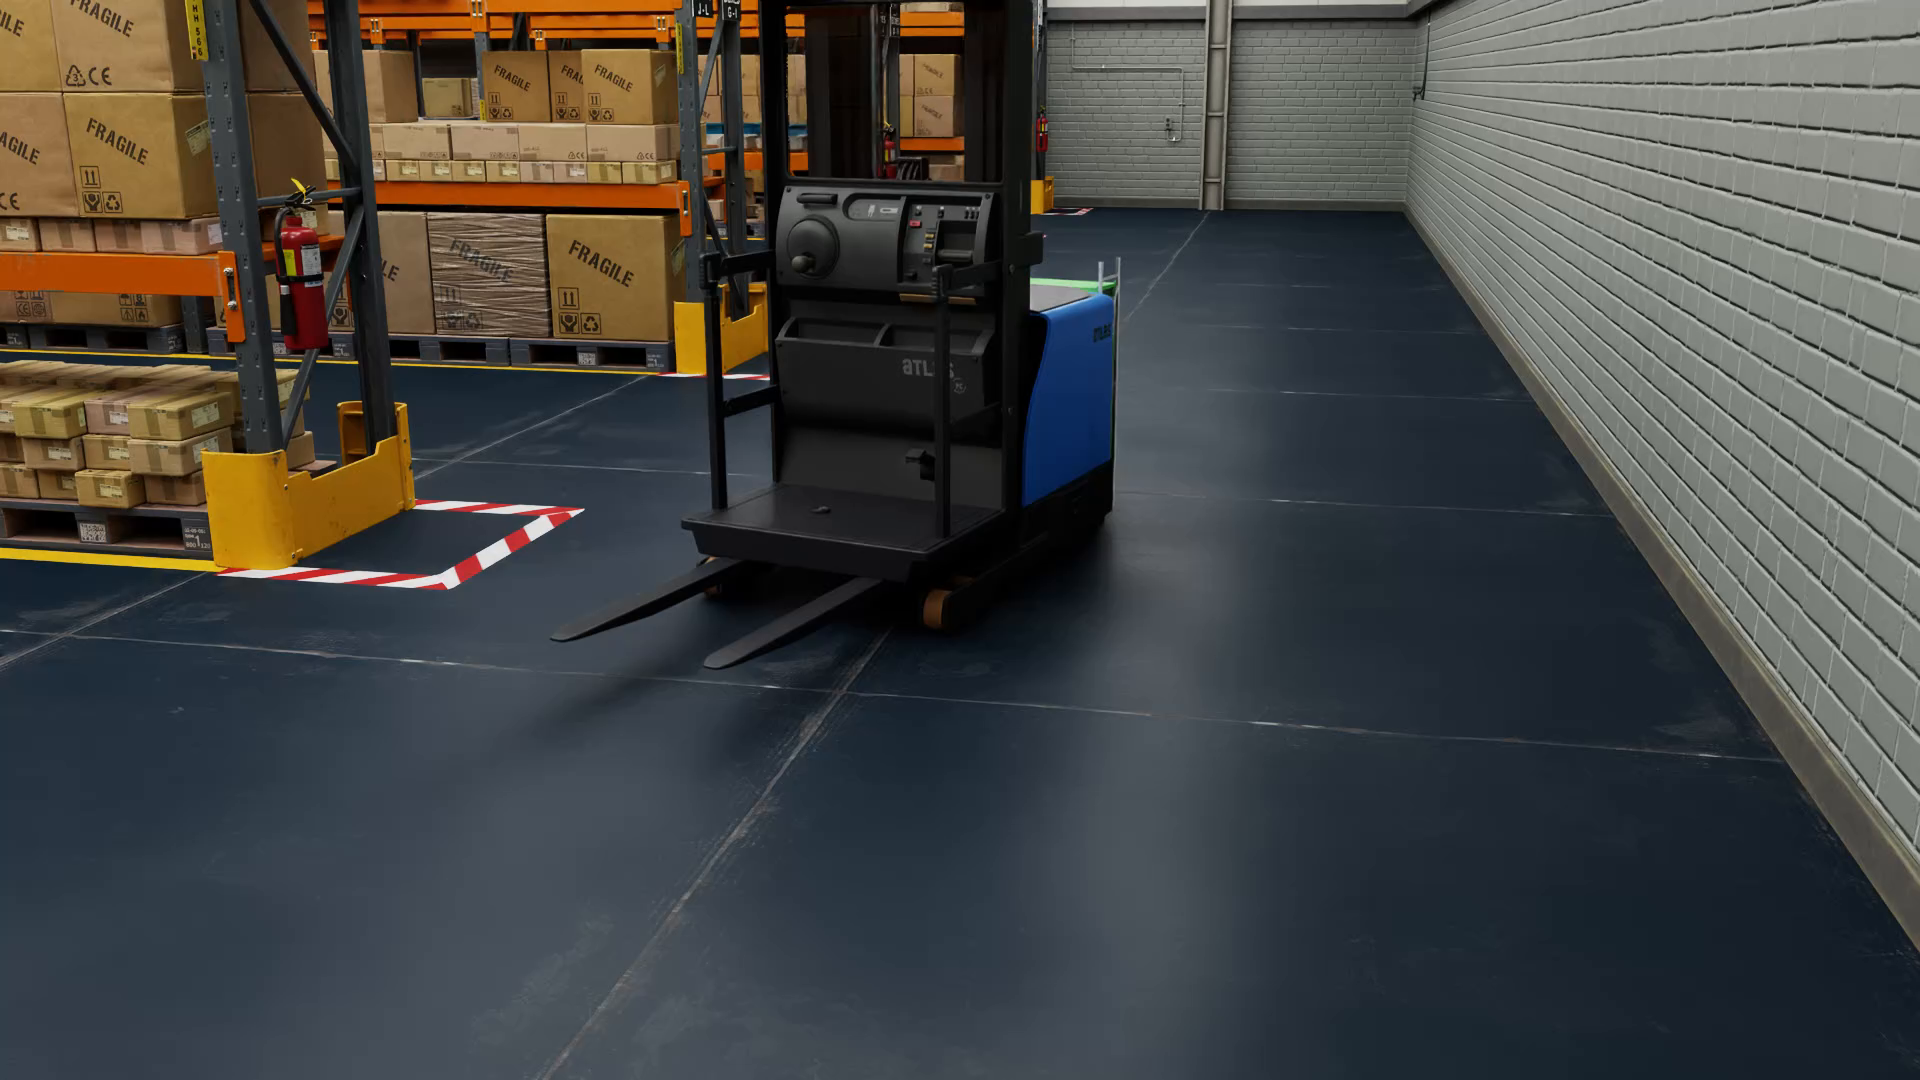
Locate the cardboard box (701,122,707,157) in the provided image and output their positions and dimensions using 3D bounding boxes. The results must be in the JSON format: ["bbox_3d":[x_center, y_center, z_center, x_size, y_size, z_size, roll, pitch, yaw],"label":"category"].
[{"bbox_3d":[-2.173,-2.931,12.178,0.500,0.250,0.500,3,16,10],"label":"cardboard box"}]

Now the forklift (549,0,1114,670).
[{"bbox_3d":[-0.393,-1.197,6.324,1.130,2.935,3.031,7,17,25],"label":"forklift"}]

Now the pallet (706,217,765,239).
[{"bbox_3d":[-3.026,-4.187,22.213,1.213,0.211,1.003,3,16,11],"label":"pallet"}]

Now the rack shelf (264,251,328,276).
[{"bbox_3d":[-4.804,-1.300,7.647,3.687,0.071,0.831,3,16,11],"label":"rack shelf"}]

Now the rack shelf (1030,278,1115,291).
[{"bbox_3d":[0.471,-1.197,7.806,0.457,0.021,0.221,7,17,25],"label":"rack shelf"}]

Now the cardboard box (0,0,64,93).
[{"bbox_3d":[-3.839,-2.131,6.950,0.500,0.500,0.500,3,16,9],"label":"cardboard box"}]

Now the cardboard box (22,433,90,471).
[{"bbox_3d":[-3.928,-0.424,7.401,0.250,0.149,0.380,2,16,9],"label":"cardboard box"}]

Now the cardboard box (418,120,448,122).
[{"bbox_3d":[-4.184,-3.039,12.567,0.502,0.250,0.502,3,16,12],"label":"cardboard box"}]

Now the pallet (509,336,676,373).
[{"bbox_3d":[-2.556,-1.442,12.303,1.213,0.211,1.003,3,16,11],"label":"pallet"}]

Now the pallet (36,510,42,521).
[{"bbox_3d":[-4.899,-0.250,7.999,1.213,0.211,1.003,3,16,11],"label":"pallet"}]

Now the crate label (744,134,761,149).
[{"bbox_3d":[-2.164,-3.985,16.641,0.243,0.136,0.396,3,16,11],"label":"crate label"}]

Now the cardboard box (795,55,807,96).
[{"bbox_3d":[-1.777,-5.917,21.174,0.500,0.500,0.500,4,16,13],"label":"cardboard box"}]

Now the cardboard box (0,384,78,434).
[{"bbox_3d":[-4.168,-0.588,7.435,0.250,0.149,0.380,2,16,9],"label":"cardboard box"}]

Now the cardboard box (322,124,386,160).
[{"bbox_3d":[-4.273,-2.900,12.067,0.500,0.250,0.500,4,16,12],"label":"cardboard box"}]

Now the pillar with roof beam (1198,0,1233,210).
[{"bbox_3d":[3.165,-8.499,21.316,0.400,9.000,9.100,3,16,11],"label":"pillar with roof beam"}]

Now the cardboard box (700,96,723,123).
[{"bbox_3d":[-3.253,-5.518,21.605,0.500,0.500,0.500,4,16,13],"label":"cardboard box"}]

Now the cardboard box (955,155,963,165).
[{"bbox_3d":[0.086,-5.945,26.016,0.250,0.149,0.380,4,16,13],"label":"cardboard box"}]

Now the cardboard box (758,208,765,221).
[{"bbox_3d":[-2.481,-4.292,21.851,0.250,0.166,0.380,3,16,11],"label":"cardboard box"}]

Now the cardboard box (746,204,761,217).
[{"bbox_3d":[-2.704,-4.446,22.439,0.250,0.149,0.380,3,16,11],"label":"cardboard box"}]

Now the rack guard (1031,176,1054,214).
[{"bbox_3d":[1.228,-5.445,26.213,0.348,0.500,1.175,3,16,11],"label":"rack guard"}]

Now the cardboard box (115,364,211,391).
[{"bbox_3d":[-3.805,-0.734,7.961,0.250,0.149,0.380,3,16,11],"label":"cardboard box"}]

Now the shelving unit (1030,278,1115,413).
[{"bbox_3d":[0.468,-0.745,7.933,0.487,1.046,0.258,7,17,25],"label":"shelving unit"}]

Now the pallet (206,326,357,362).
[{"bbox_3d":[-4.947,-1.572,12.771,1.213,0.211,1.003,3,16,11],"label":"pallet"}]

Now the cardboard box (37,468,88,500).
[{"bbox_3d":[-3.915,-0.297,7.501,0.255,0.149,0.383,3,16,10],"label":"cardboard box"}]

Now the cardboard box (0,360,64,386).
[{"bbox_3d":[-4.583,-0.769,8.087,0.250,0.149,0.380,3,16,12],"label":"cardboard box"}]

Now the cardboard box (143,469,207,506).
[{"bbox_3d":[-3.401,-0.274,7.415,0.250,0.149,0.380,3,16,12],"label":"cardboard box"}]

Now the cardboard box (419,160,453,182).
[{"bbox_3d":[-3.669,-2.657,11.936,0.250,0.149,0.380,3,16,12],"label":"cardboard box"}]

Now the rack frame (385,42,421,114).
[{"bbox_3d":[-7.618,-5.782,22.745,0.053,2.616,0.949,3,16,11],"label":"rack frame"}]

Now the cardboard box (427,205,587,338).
[{"bbox_3d":[-3.291,-2.004,12.300,0.875,0.875,0.875,3,16,11],"label":"cardboard box"}]

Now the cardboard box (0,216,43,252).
[{"bbox_3d":[-3.959,-1.334,7.159,0.250,0.149,0.380,4,16,13],"label":"cardboard box"}]

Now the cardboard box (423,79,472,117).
[{"bbox_3d":[-6.979,-6.027,22.658,0.500,0.500,0.700,-2,16,-8],"label":"cardboard box"}]

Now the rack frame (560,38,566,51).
[{"bbox_3d":[-6.636,-7.076,27.417,0.053,2.616,0.949,3,16,11],"label":"rack frame"}]

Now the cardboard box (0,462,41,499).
[{"bbox_3d":[-4.160,-0.307,7.536,0.250,0.149,0.380,3,16,12],"label":"cardboard box"}]

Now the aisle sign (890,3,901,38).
[{"bbox_3d":[-0.640,-5.386,16.448,0.004,0.787,0.394,3,16,11],"label":"aisle sign"}]

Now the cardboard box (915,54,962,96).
[{"bbox_3d":[-0.270,-5.837,20.884,0.500,0.500,0.500,3,16,11],"label":"cardboard box"}]

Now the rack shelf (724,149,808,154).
[{"bbox_3d":[-2.729,-3.948,16.973,3.809,0.052,0.919,3,16,11],"label":"rack shelf"}]

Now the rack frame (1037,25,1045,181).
[{"bbox_3d":[1.204,-6.650,25.881,0.053,2.616,0.949,3,16,11],"label":"rack frame"}]

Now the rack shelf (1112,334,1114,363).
[{"bbox_3d":[0.471,-0.914,7.884,0.480,0.148,0.258,7,17,25],"label":"rack shelf"}]
